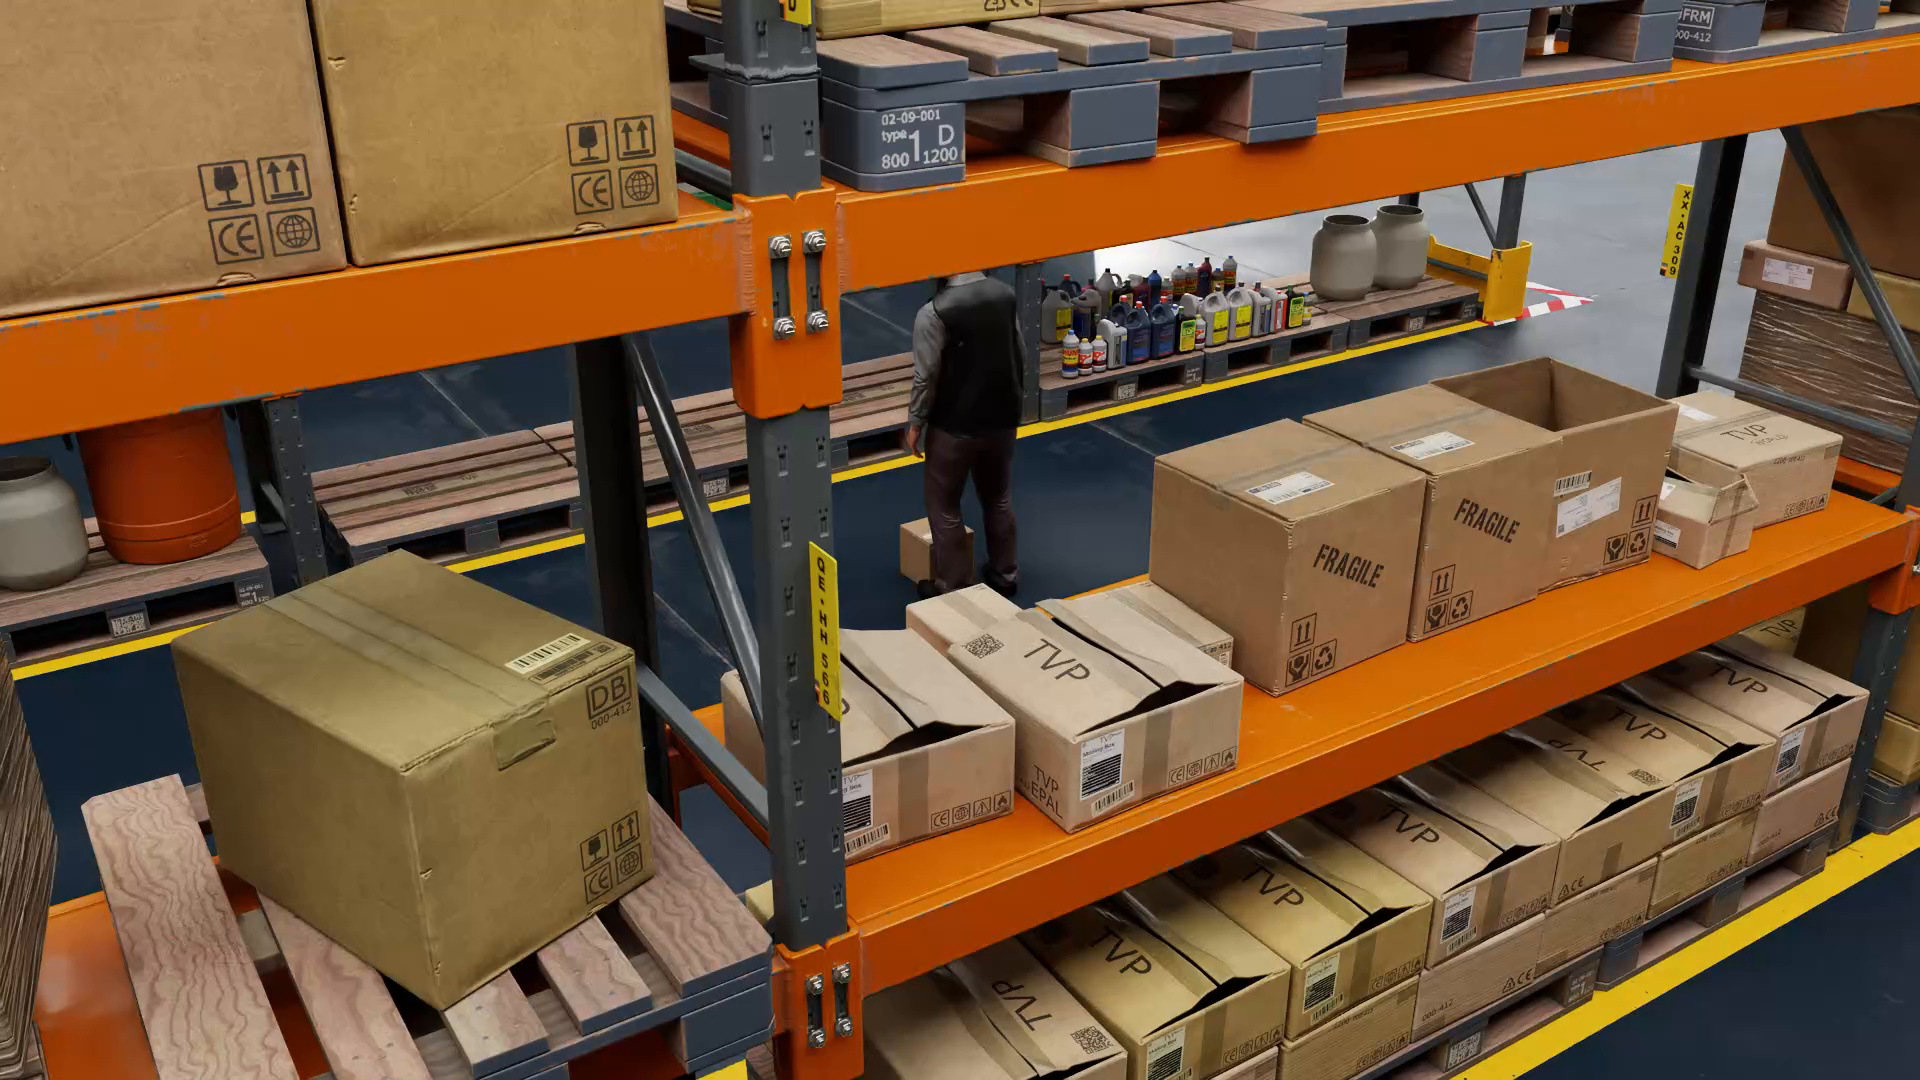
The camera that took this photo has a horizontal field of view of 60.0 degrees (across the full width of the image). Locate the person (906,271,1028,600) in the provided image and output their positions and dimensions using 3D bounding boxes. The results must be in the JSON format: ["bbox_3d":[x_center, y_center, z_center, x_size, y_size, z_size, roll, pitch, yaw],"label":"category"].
[{"bbox_3d":[0.043,-0.512,7.235,0.590,1.722,0.416,-17,30,-32],"label":"person"}]
